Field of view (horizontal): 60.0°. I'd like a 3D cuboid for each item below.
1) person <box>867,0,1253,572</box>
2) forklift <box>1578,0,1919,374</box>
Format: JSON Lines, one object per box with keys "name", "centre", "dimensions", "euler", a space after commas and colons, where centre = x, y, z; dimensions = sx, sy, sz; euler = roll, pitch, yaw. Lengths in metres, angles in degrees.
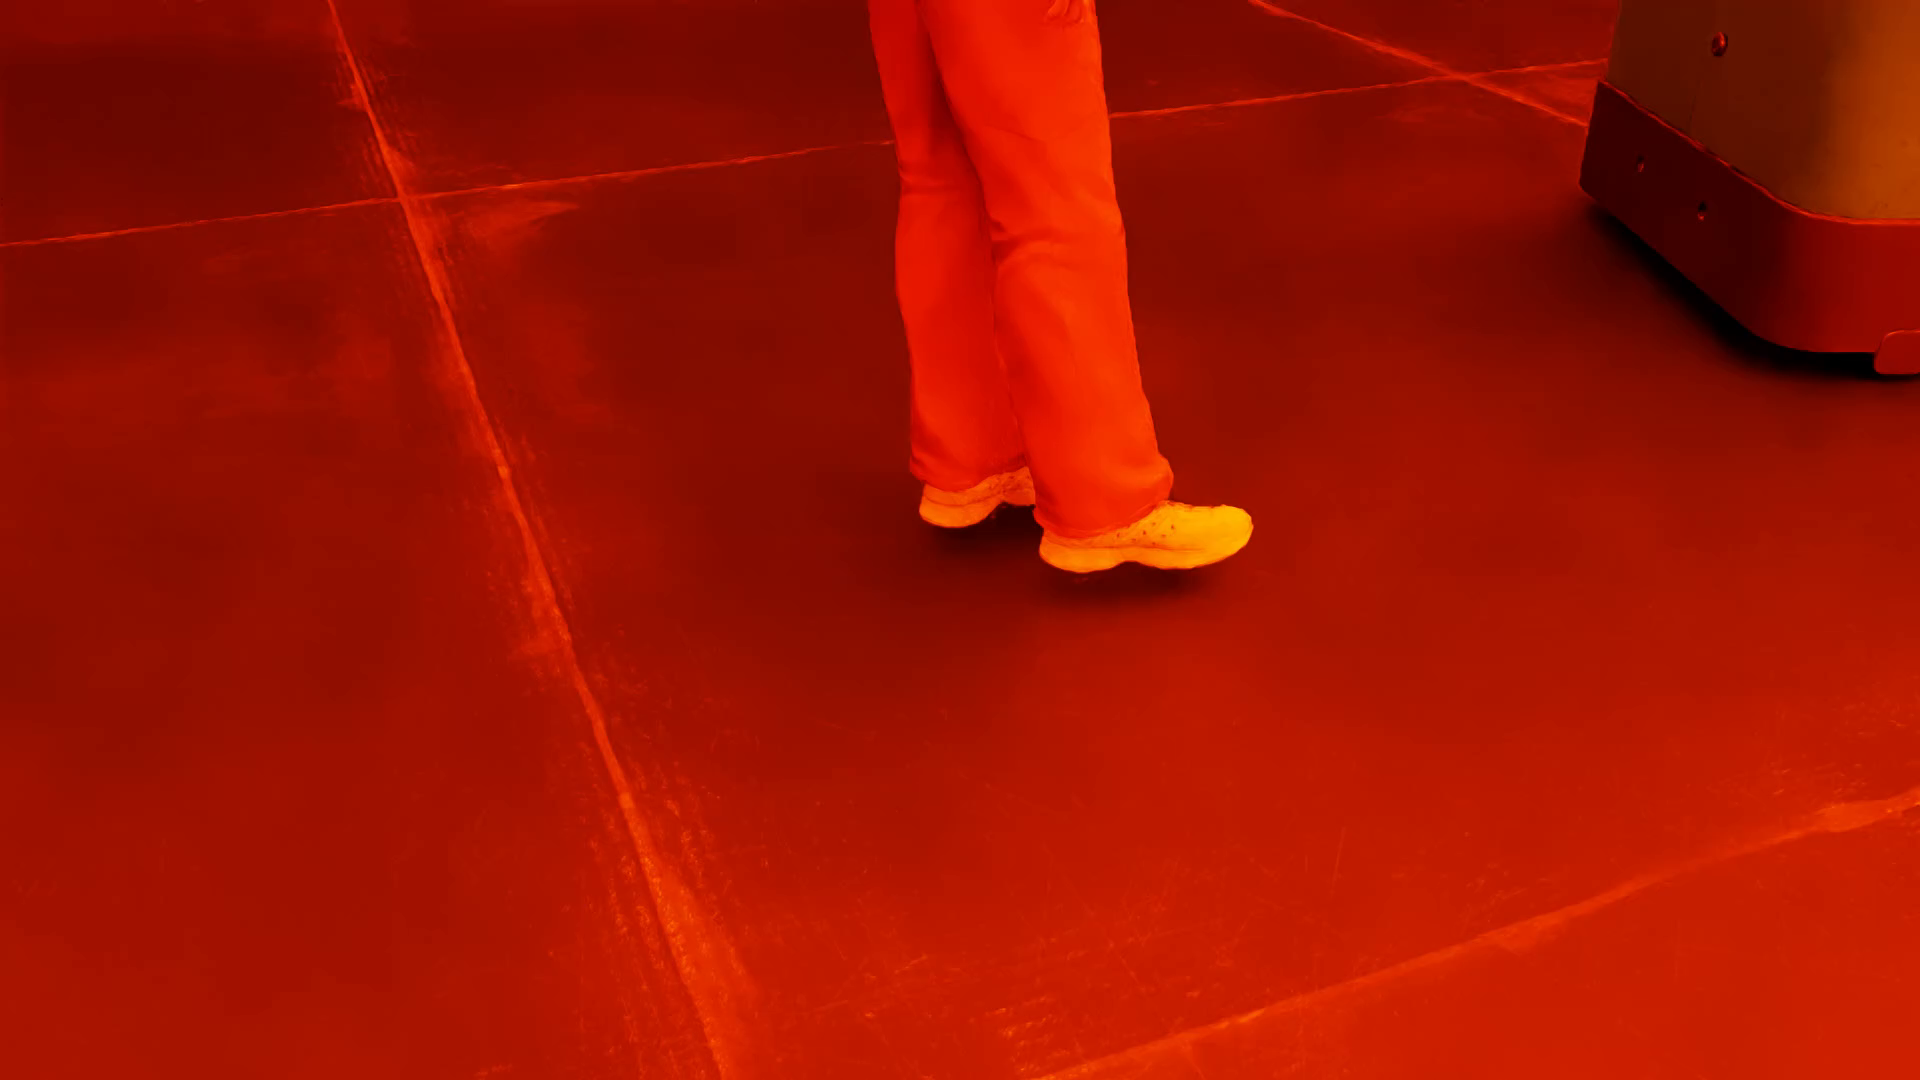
{"name": "person", "centre": [0.072, -0.778, 2.077], "dimensions": [0.549, 1.673, 0.554], "euler": [-11, 32, -19]}
{"name": "forklift", "centre": [2.930, -1.826, 2.744], "dimensions": [3.031, 2.935, 1.130], "euler": [-1, 30, -2]}
